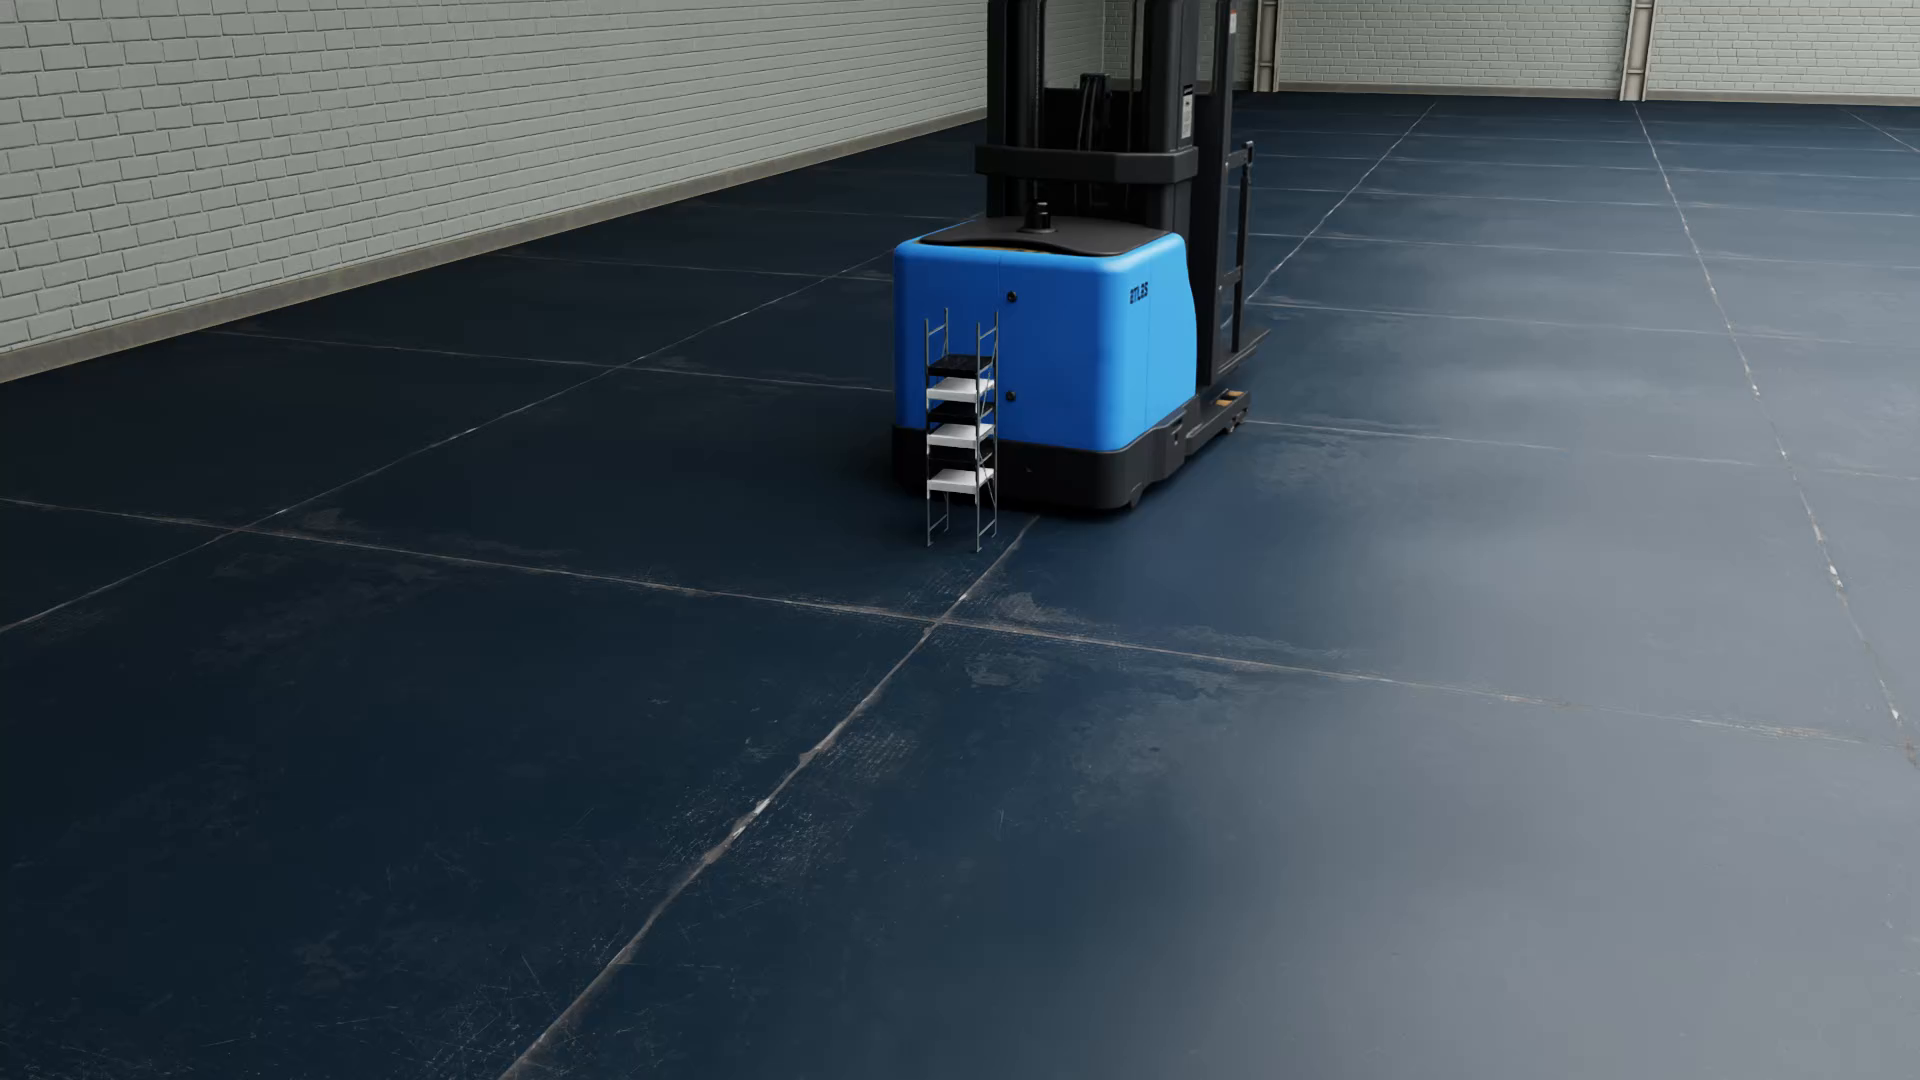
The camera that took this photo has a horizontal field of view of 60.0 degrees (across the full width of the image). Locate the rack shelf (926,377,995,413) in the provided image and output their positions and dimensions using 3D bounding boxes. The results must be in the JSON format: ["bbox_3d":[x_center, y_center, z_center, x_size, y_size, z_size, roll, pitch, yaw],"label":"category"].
[{"bbox_3d":[0.008,-0.563,6.377,0.200,0.077,0.258,7,20,18],"label":"rack shelf"}]

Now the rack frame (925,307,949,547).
[{"bbox_3d":[-0.088,-0.435,6.457,0.006,0.900,0.240,7,20,18],"label":"rack frame"}]

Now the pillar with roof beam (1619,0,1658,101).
[{"bbox_3d":[9.616,-10.134,21.977,0.400,9.000,9.100,7,20,18],"label":"pillar with roof beam"}]

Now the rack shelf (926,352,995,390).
[{"bbox_3d":[0.008,-0.648,6.348,0.200,0.077,0.258,7,20,18],"label":"rack shelf"}]

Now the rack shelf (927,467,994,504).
[{"bbox_3d":[0.008,-0.223,6.496,0.200,0.077,0.258,7,20,18],"label":"rack shelf"}]

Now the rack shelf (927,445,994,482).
[{"bbox_3d":[0.008,-0.308,6.466,0.200,0.077,0.258,7,20,18],"label":"rack shelf"}]

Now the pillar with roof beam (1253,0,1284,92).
[{"bbox_3d":[3.948,-10.782,23.836,0.400,9.000,9.100,7,20,18],"label":"pillar with roof beam"}]

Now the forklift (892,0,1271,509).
[{"bbox_3d":[0.790,-1.952,7.723,1.130,2.935,3.031,9,21,23],"label":"forklift"}]

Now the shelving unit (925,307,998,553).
[{"bbox_3d":[0.008,-0.424,6.426,0.210,0.900,0.258,7,20,18],"label":"shelving unit"}]

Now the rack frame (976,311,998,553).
[{"bbox_3d":[0.104,-0.413,6.394,0.006,0.900,0.240,7,20,18],"label":"rack frame"}]

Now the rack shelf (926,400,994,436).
[{"bbox_3d":[0.008,-0.478,6.407,0.200,0.077,0.258,7,20,18],"label":"rack shelf"}]

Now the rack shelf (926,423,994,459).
[{"bbox_3d":[0.008,-0.393,6.437,0.200,0.077,0.258,7,20,18],"label":"rack shelf"}]
